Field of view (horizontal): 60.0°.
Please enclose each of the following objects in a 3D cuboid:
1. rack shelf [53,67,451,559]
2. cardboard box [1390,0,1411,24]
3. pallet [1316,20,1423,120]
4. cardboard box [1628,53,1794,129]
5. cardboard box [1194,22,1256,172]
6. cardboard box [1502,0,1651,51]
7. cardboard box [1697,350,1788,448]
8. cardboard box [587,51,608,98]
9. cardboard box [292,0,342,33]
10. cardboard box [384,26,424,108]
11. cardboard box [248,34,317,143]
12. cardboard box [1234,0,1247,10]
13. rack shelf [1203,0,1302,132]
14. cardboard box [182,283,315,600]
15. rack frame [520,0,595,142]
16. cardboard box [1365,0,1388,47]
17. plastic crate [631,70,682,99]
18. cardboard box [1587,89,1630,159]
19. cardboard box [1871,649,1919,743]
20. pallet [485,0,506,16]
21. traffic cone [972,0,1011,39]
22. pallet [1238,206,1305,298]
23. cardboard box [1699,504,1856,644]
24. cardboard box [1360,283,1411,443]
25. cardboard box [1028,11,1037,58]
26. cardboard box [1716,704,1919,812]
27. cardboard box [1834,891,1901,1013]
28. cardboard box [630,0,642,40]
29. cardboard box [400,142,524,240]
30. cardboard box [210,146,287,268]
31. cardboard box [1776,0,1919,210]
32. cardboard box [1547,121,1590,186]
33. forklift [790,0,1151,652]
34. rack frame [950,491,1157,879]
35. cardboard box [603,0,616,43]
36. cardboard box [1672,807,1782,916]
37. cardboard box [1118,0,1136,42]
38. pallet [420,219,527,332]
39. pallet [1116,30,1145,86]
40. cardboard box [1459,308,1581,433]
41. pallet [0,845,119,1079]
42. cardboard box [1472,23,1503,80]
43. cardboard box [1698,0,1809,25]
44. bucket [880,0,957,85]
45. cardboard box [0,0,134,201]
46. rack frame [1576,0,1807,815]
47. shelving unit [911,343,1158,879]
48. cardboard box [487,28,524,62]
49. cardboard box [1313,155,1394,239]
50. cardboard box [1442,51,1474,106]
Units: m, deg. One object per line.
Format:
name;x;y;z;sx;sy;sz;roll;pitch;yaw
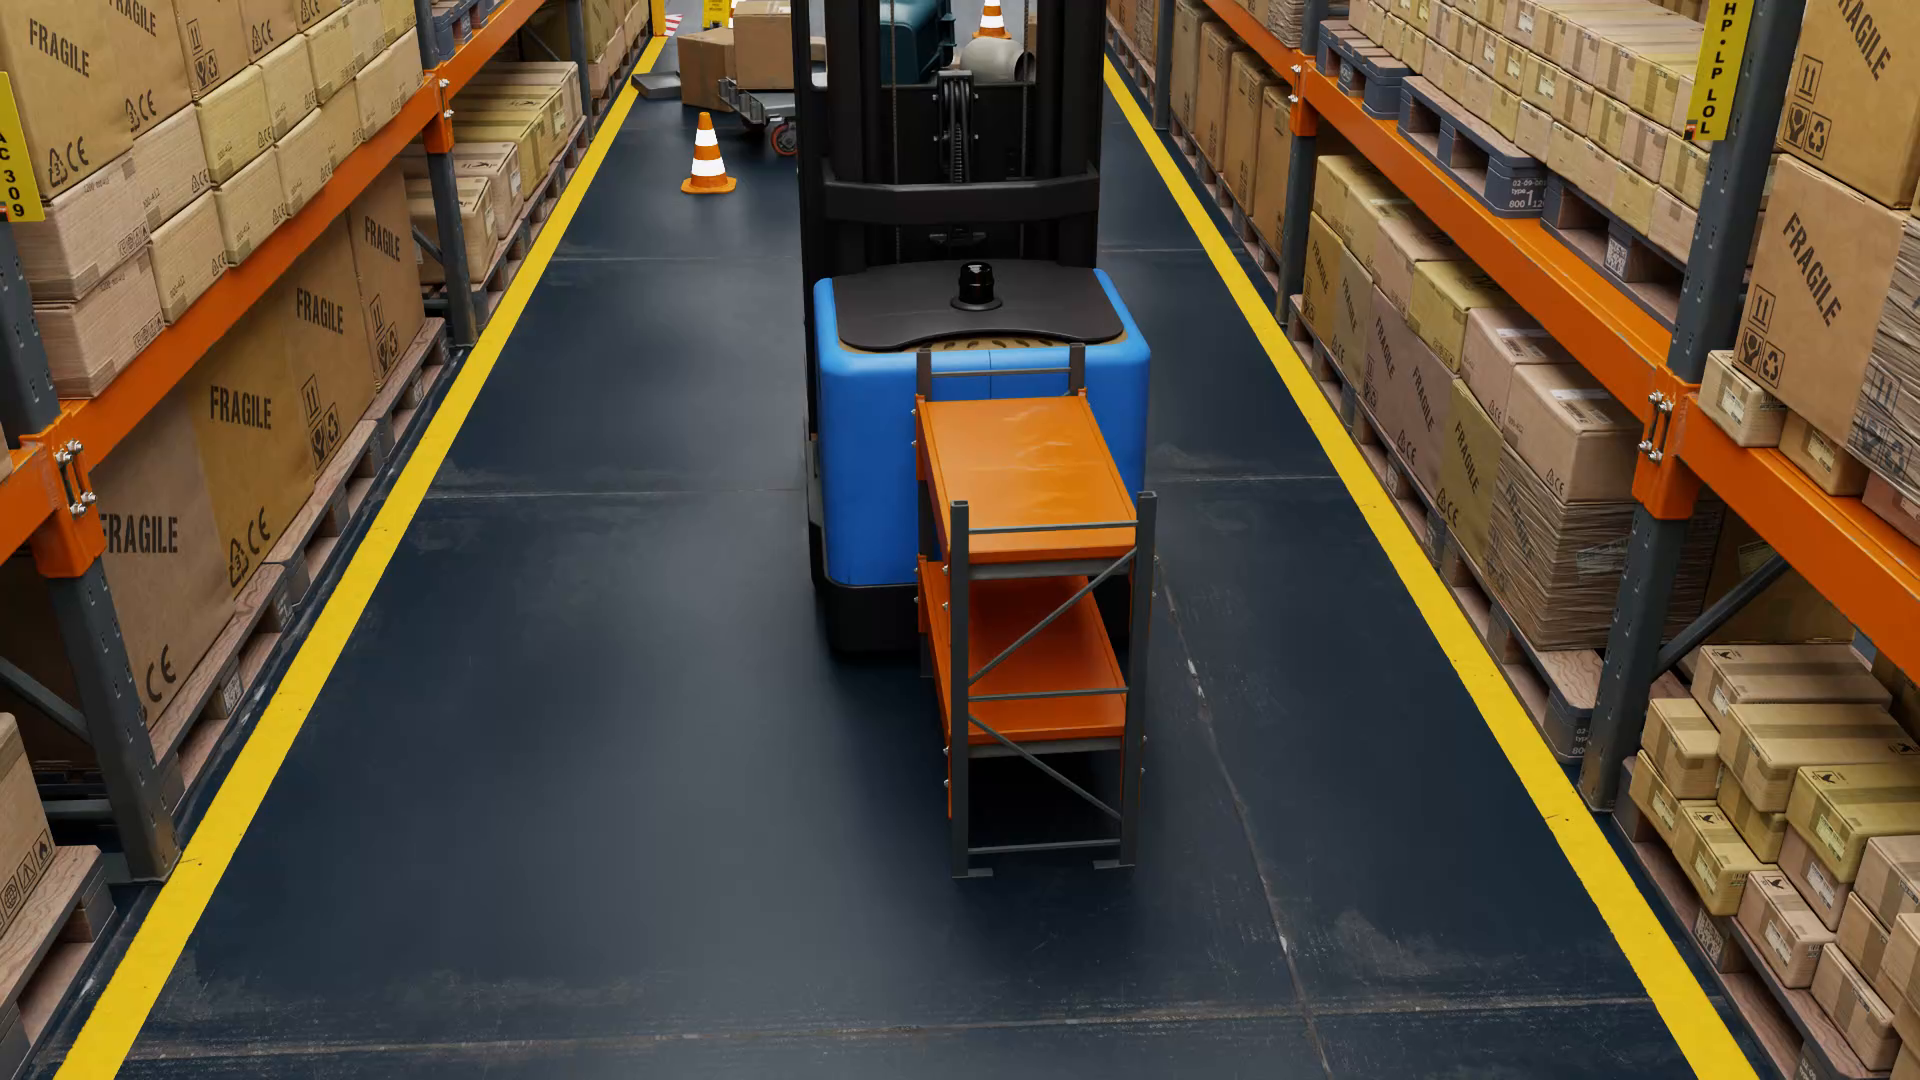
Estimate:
rack shelf;-2.742;-1.024;5.748;1.077;0.370;4.000;-1;28;-3
cardboard box;1.950;-2.163;6.649;0.380;0.149;0.250;-2;28;-4
pallet;2.235;-2.021;7.089;1.213;0.211;1.003;-1;28;-3
cardboard box;2.070;-1.229;4.537;0.380;0.149;0.250;-2;28;-4
cardboard box;2.052;-2.739;10.236;1.050;0.750;0.750;-1;28;-3
cardboard box;2.017;-1.707;5.453;0.380;0.149;0.250;-3;28;-5
cardboard box;1.989;-0.335;3.921;0.380;0.149;0.250;0;28;-1
cardboard box;-2.816;-3.360;11.968;0.500;0.250;0.500;-3;28;-5
cardboard box;-2.504;-2.056;5.758;0.500;0.500;0.500;-1;28;-3
cardboard box;-2.561;-1.973;6.951;0.500;0.250;0.500;-2;28;-4
cardboard box;-2.462;-1.492;5.488;0.500;0.250;0.500;-2;28;-4
cardboard box;1.749;-3.140;8.918;0.500;0.500;0.500;-2;28;-4
rack shelf;1.987;-3.037;9.608;1.077;0.370;4.000;-1;28;-3
cardboard box;-2.805;-0.365;5.549;0.875;0.875;0.875;-1;28;-1
rack frame;-3.055;-4.114;10.894;1.000;3.000;0.127;-1;28;-3
cardboard box;1.927;-2.172;6.989;0.380;0.149;0.250;0;28;0
plastic crate;-2.318;-3.564;12.997;0.402;0.080;0.583;-11;30;-20
cardboard box;2.058;-1.207;4.817;0.380;0.149;0.250;0;28;0
cardboard box;2.579;0.387;4.251;0.380;0.149;0.250;-1;28;-1
pallet;-2.991;-3.095;9.147;1.003;0.211;1.213;-1;28;-3
traffic cone;0.284;-4.723;14.805;0.336;0.463;0.334;-1;28;-3
pallet;2.126;-1.562;9.017;1.003;0.211;1.213;-1;28;-3
cardboard box;2.527;-0.011;5.277;0.500;0.500;0.500;0;28;-1
cardboard box;1.935;-0.709;6.614;0.500;0.500;0.500;-2;28;-4
cardboard box;0.777;-3.865;13.117;0.500;0.500;0.500;3;28;6
cardboard box;2.067;0.521;3.992;0.380;0.149;0.250;0;28;0
cardboard box;2.163;0.887;3.613;0.380;0.149;0.250;-3;28;-5
cardboard box;-2.934;-4.322;13.812;0.500;0.250;0.500;-1;28;-2
cardboard box;-2.912;-1.889;9.016;0.950;0.372;0.625;-2;28;-4
cardboard box;-2.436;-1.038;5.159;0.500;0.250;0.500;-2;28;-3
cardboard box;2.081;-0.991;3.395;0.500;0.500;0.500;-1;28;-1
cardboard box;2.044;-1.190;5.105;0.380;0.149;0.250;-3;28;-5
forklift;-0.067;-1.589;6.127;1.130;2.935;3.031;-3;28;-5
rack frame;0.227;0.399;4.269;0.500;1.125;0.032;-3;28;-5
cardboard box;-2.856;-3.939;12.268;0.500;0.500;0.500;0;28;-1
cardboard box;2.013;0.791;4.118;0.380;0.149;0.250;-1;28;-1
cardboard box;1.823;-4.654;13.772;0.875;0.875;0.875;-2;28;-3
pallet;-2.886;-1.391;8.689;1.003;0.211;1.213;-1;28;-3
pallet;1.854;-3.961;13.617;1.003;0.211;1.213;-1;28;-3
cardboard box;1.996;-0.571;5.540;0.500;0.250;0.500;0;28;0
pallet;-2.676;1.170;3.778;1.003;0.211;1.213;-1;28;-3
cardboard box;2.003;-1.692;5.747;0.380;0.149;0.250;0;28;-1
cardboard box;2.671;-1.714;5.467;0.380;0.149;0.250;0;28;-1
bucket;-0.427;-3.510;11.632;0.726;0.611;0.620;8;39;15
cardboard box;-2.373;-1.117;3.959;0.500;0.500;0.500;-1;28;-2
rack frame;2.300;-0.586;4.129;1.000;3.000;0.127;-1;28;-3
shelving unit;0.174;0.165;4.717;0.538;1.125;1.048;-3;28;-5
cardboard box;-3.354;-3.680;11.771;0.500;0.500;0.500;-2;28;-3
cardboard box;1.886;-1.519;7.357;0.500;0.250;0.500;-3;28;-5
cardboard box;1.985;-1.684;6.052;0.380;0.149;0.250;-1;28;-2
